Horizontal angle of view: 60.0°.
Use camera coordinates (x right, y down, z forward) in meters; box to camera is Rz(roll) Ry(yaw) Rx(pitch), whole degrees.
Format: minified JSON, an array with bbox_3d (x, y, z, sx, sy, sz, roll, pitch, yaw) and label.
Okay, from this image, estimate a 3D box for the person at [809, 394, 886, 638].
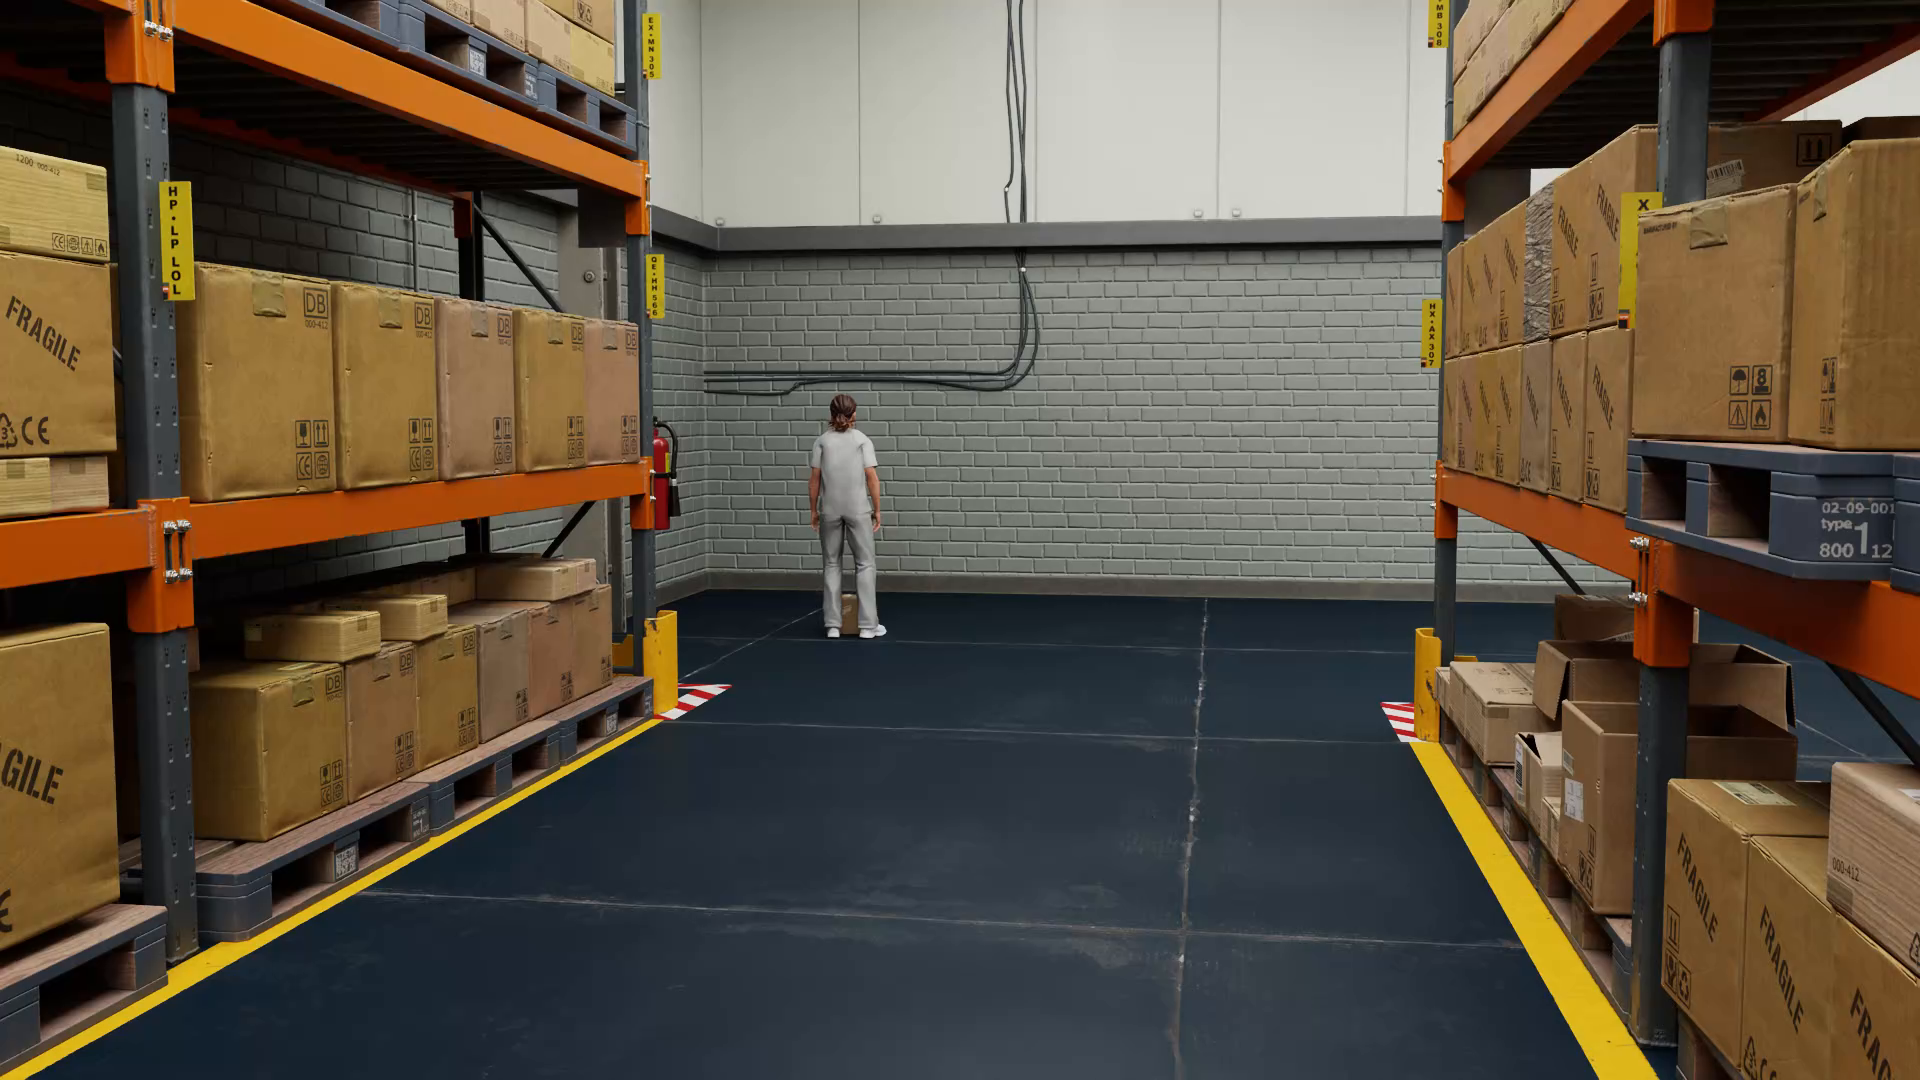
[{"bbox_3d":[-0.783,-0.166,11.446,0.512,1.673,0.355,0,5,6],"label":"person"}]
